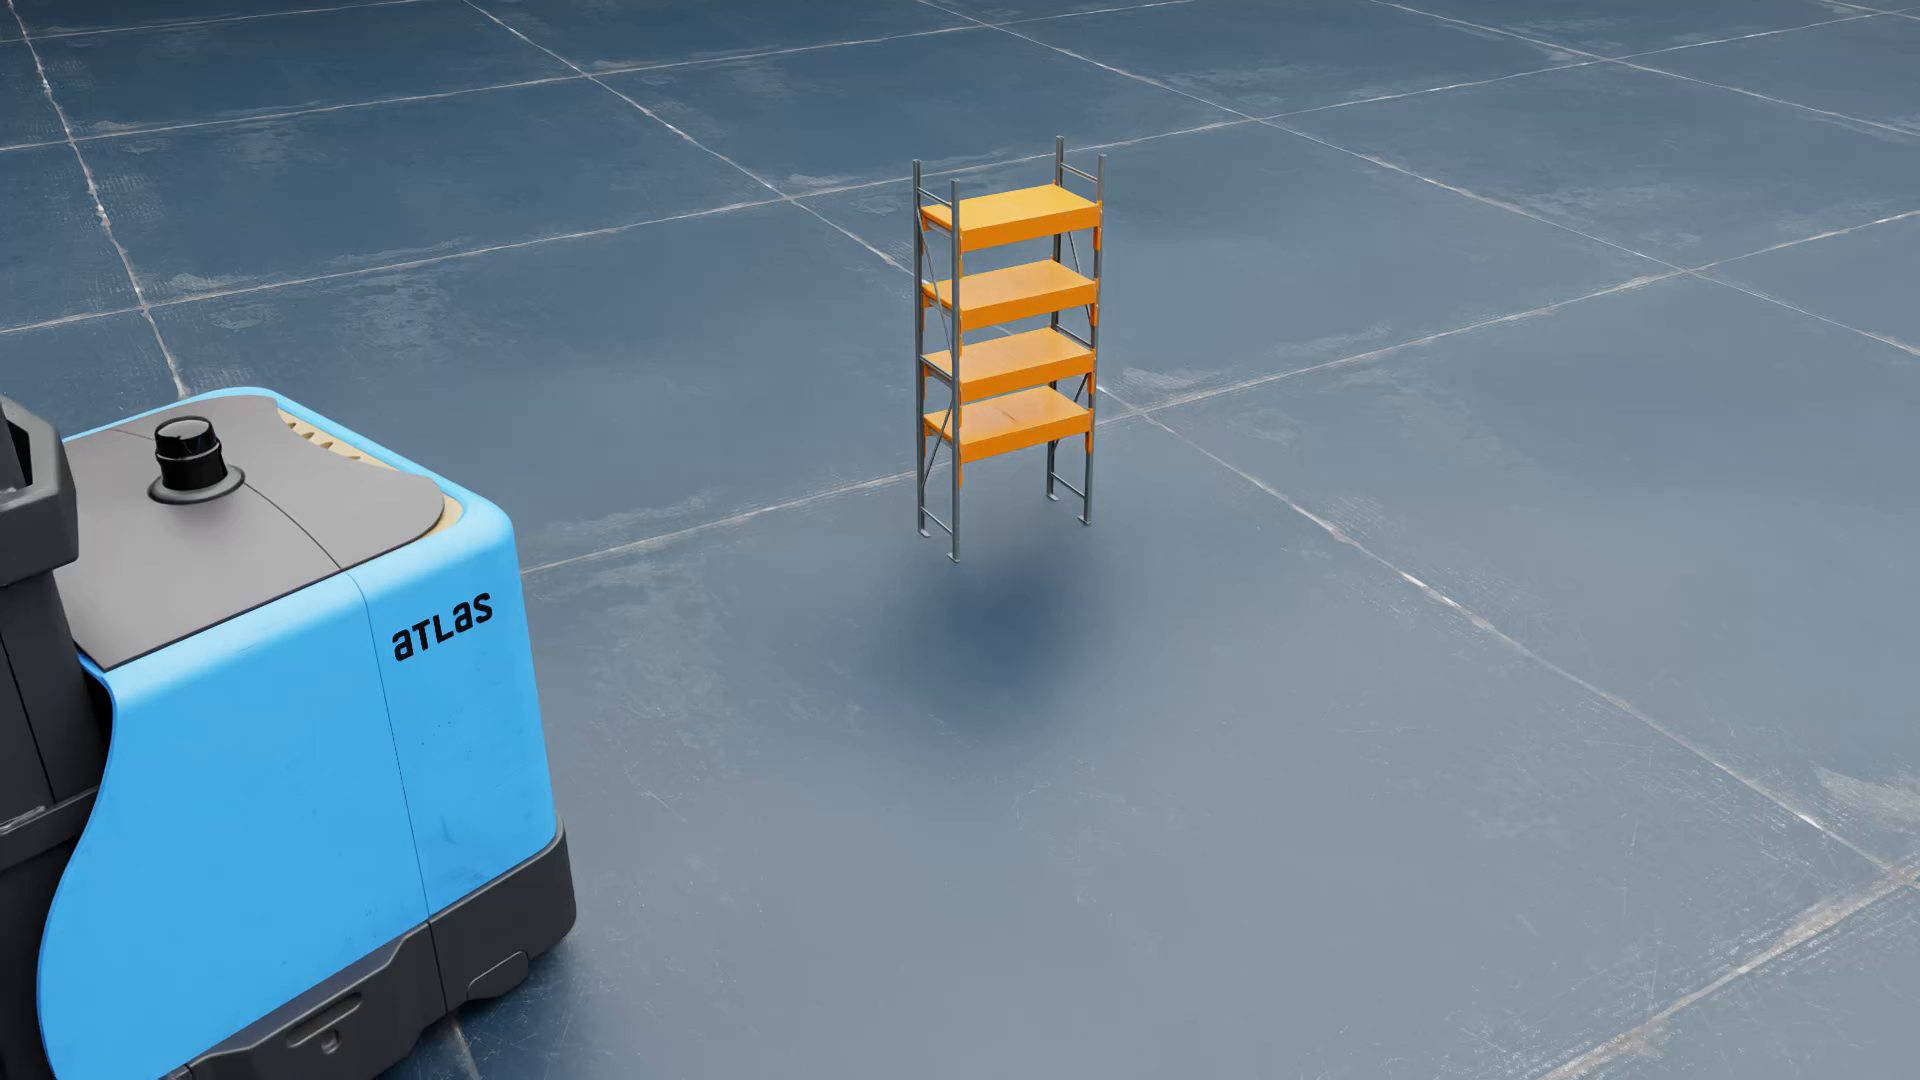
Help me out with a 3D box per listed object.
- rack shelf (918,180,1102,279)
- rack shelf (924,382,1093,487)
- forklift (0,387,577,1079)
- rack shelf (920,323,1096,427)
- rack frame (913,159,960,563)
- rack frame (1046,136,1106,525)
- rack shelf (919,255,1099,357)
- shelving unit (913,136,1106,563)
[{"bbox_3d":[0.143,-0.910,4.844,0.480,0.148,0.258,-16,33,-26],"label":"rack shelf"},{"bbox_3d":[0.143,-0.333,5.162,0.480,0.148,0.258,-16,33,-26],"label":"rack shelf"},{"bbox_3d":[-2.176,-0.012,2.239,1.130,2.935,3.031,23,36,35],"label":"forklift"},{"bbox_3d":[0.143,-0.507,5.066,0.480,0.148,0.258,-16,33,-26],"label":"rack shelf"},{"bbox_3d":[-0.068,-0.506,4.925,0.015,1.200,0.240,-16,33,-26],"label":"rack frame"},{"bbox_3d":[0.353,-0.626,5.142,0.015,1.200,0.240,-16,33,-26],"label":"rack frame"},{"bbox_3d":[0.143,-0.703,4.958,0.480,0.148,0.258,-16,33,-26],"label":"rack shelf"},{"bbox_3d":[0.143,-0.566,5.034,0.503,1.200,0.258,-16,33,-26],"label":"shelving unit"}]
